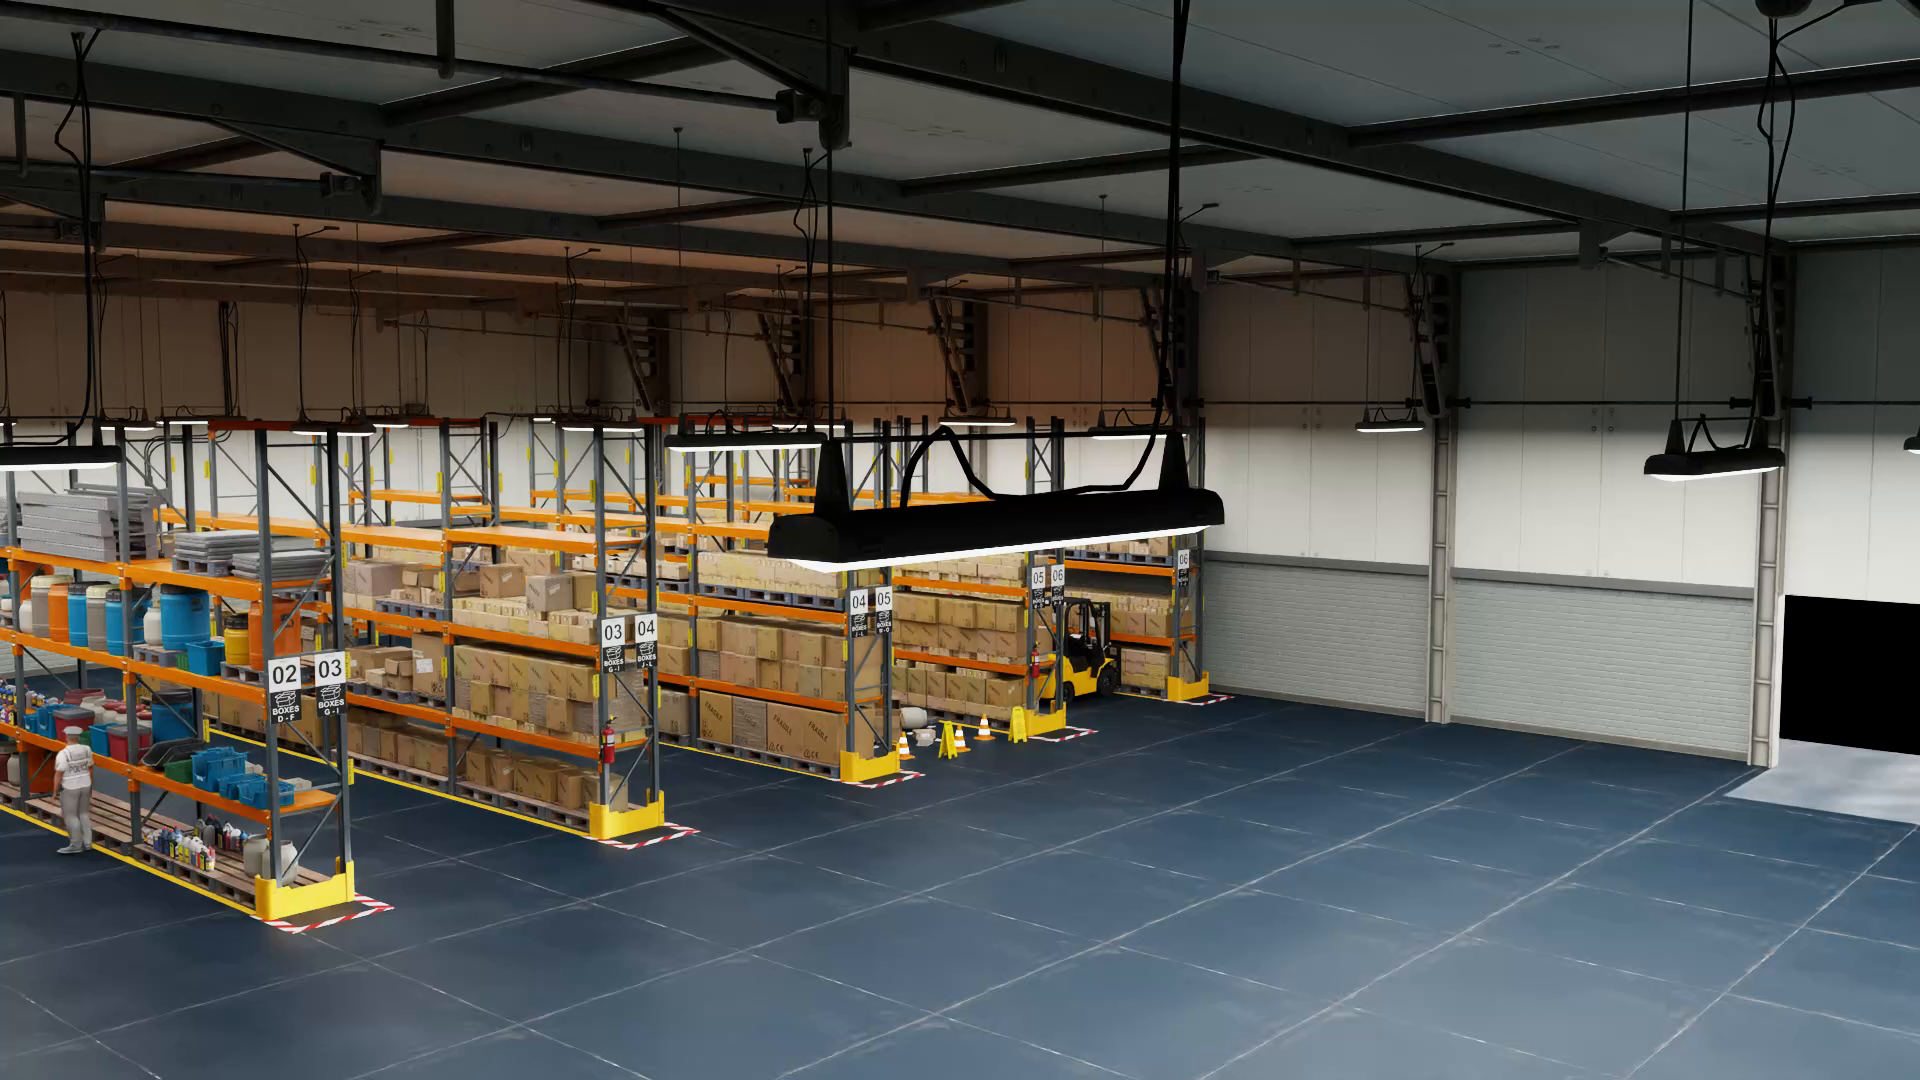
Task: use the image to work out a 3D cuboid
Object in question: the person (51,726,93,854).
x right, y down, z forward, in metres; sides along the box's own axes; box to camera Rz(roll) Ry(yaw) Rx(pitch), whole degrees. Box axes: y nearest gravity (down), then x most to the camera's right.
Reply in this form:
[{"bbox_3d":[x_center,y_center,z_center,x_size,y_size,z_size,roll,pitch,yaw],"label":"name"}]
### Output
[{"bbox_3d":[-12.475,3.525,23.351,0.407,1.805,0.646,2,5,21],"label":"person"}]
